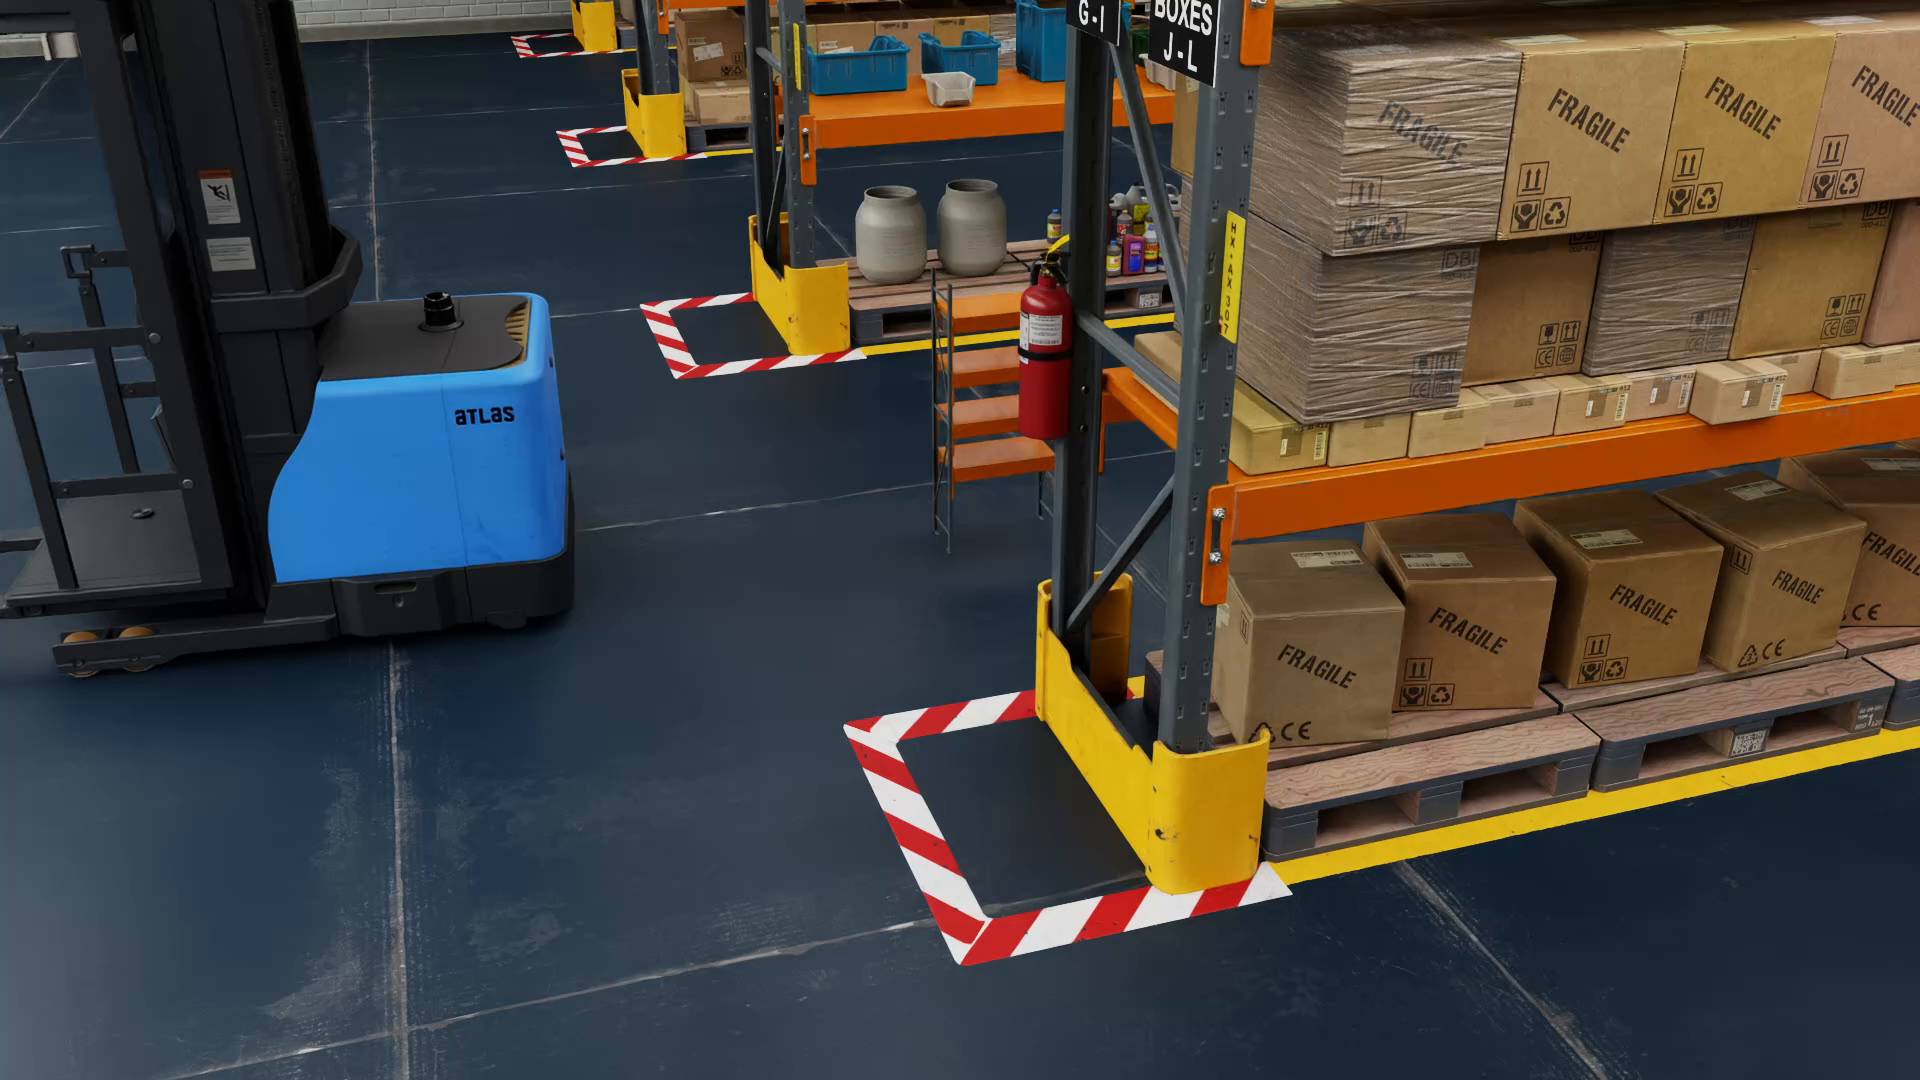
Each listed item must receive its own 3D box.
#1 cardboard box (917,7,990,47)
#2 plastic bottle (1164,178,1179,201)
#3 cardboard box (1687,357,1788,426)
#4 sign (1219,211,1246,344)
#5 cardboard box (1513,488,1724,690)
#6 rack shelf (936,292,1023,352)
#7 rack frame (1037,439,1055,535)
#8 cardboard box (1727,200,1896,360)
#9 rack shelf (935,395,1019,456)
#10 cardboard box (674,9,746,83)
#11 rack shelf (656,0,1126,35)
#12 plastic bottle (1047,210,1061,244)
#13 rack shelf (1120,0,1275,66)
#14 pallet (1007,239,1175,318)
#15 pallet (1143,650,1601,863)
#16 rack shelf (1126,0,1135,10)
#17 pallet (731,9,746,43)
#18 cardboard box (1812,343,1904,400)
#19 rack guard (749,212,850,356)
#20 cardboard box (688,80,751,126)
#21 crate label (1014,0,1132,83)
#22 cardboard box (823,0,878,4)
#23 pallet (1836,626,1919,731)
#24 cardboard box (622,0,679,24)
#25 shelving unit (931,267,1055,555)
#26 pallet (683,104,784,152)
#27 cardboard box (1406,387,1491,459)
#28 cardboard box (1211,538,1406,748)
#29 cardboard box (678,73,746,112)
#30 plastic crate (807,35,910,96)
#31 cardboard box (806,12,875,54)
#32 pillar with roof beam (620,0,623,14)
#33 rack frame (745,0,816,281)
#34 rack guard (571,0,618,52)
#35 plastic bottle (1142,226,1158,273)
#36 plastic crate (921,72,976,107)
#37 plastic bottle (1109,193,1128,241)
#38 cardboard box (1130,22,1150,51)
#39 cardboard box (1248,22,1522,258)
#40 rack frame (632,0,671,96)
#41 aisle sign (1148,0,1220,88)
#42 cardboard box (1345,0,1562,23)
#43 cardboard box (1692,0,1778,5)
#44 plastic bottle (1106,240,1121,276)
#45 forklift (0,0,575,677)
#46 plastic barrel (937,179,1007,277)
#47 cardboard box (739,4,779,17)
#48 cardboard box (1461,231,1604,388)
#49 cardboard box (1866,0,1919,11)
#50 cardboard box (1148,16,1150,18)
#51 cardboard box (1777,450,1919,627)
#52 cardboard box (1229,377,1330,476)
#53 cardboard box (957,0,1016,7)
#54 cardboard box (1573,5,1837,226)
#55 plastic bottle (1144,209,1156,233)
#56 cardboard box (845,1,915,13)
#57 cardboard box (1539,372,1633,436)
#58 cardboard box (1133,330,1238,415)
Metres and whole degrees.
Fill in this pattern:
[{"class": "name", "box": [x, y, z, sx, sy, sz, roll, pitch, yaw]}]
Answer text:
[{"class": "cardboard box", "box": [-0.061, -4.256, 14.226, 0.500, 0.500, 0.500, -8, 28, -16]}, {"class": "plastic bottle", "box": [1.316, -2.150, 10.691, 0.185, 0.351, 0.144, -8, 28, -17]}, {"class": "cardboard box", "box": [2.327, -0.506, 5.178, 0.250, 0.149, 0.380, -8, 28, -16]}, {"class": "sign", "box": [0.694, -0.673, 4.258, 0.005, 0.325, 0.100, -8, 28, -16]}, {"class": "cardboard box", "box": [2.284, 0.163, 5.886, 0.500, 0.500, 0.500, -6, 27, -11]}, {"class": "rack shelf", "box": [0.157, -0.912, 6.854, 0.480, 0.148, 0.258, -8, 28, -16]}, {"class": "rack frame", "box": [0.389, -0.594, 7.097, 0.015, 1.200, 0.240, -8, 28, -16]}, {"class": "cardboard box", "box": [2.464, -0.990, 5.425, 0.500, 0.500, 0.875, -8, 28, -16]}, {"class": "rack shelf", "box": [0.157, -0.500, 7.059, 0.480, 0.148, 0.258, -8, 28, -16]}, {"class": "cardboard box", "box": [-2.120, -4.195, 14.104, 0.500, 0.500, 0.500, -8, 28, -16]}, {"class": "rack shelf", "box": [-0.636, -4.656, 14.065, 4.000, 0.370, 1.077, -8, 28, -16]}, {"class": "plastic bottle", "box": [0.603, -1.990, 10.538, 0.097, 0.201, 0.097, 0, 26, 0]}, {"class": "rack shelf", "box": [2.428, -1.811, 4.960, 4.000, 0.370, 1.077, -8, 28, -16]}, {"class": "pallet", "box": [0.982, -1.666, 10.368, 1.213, 0.211, 1.003, -8, 28, -16]}, {"class": "pallet", "box": [1.382, 0.627, 5.749, 1.213, 0.211, 1.003, -8, 28, -16]}, {"class": "rack shelf", "box": [3.167, -5.207, 15.175, 4.000, 0.370, 1.077, -8, 28, -16]}, {"class": "pallet", "box": [-2.062, -5.822, 18.740, 1.213, 0.211, 1.003, -8, 28, -16]}, {"class": "cardboard box", "box": [2.785, -0.598, 5.364, 0.250, 0.149, 0.380, -8, 28, -16]}, {"class": "rack guard", "box": [-0.950, -1.519, 9.748, 0.348, 0.500, 1.175, -8, 28, -16]}, {"class": "cardboard box", "box": [-1.959, -3.640, 13.828, 0.500, 0.250, 0.500, -8, 28, -16]}, {"class": "crate label", "box": [0.659, -2.992, 9.864, 0.616, 0.435, 0.502, -8, 28, -16]}, {"class": "cardboard box", "box": [-1.247, -6.266, 18.814, 0.500, 0.500, 0.500, -10, 28, -20]}, {"class": "pallet", "box": [3.702, 0.291, 6.426, 1.213, 0.211, 1.003, -8, 28, -16]}, {"class": "cardboard box", "box": [-3.390, -5.847, 18.184, 0.500, 0.311, 0.500, -12, 29, -22]}, {"class": "shelving unit", "box": [0.157, -0.560, 7.029, 0.503, 1.200, 0.258, -8, 28, -16]}, {"class": "pallet", "box": [-1.824, -3.577, 14.218, 1.213, 0.211, 1.003, -8, 28, -16]}, {"class": "cardboard box", "box": [1.357, -0.395, 4.954, 0.250, 0.149, 0.380, -8, 28, -16]}, {"class": "cardboard box", "box": [1.125, 0.338, 5.534, 0.500, 0.500, 0.500, -3, 27, -7]}, {"class": "cardboard box", "box": [-2.119, -3.858, 14.269, 0.500, 0.250, 0.500, -8, 28, -16]}, {"class": "plastic crate", "box": [-0.624, -2.737, 9.557, 0.616, 0.251, 0.499, -8, 28, -16]}, {"class": "cardboard box", "box": [-1.013, -4.119, 13.951, 0.500, 0.500, 0.500, -8, 28, -16]}, {"class": "pillar with roof beam", "box": [-2.345, -8.126, 13.499, 0.400, 9.000, 9.100, -8, 28, -16]}, {"class": "rack frame", "box": [-1.008, -2.608, 9.131, 0.127, 3.000, 1.000, -8, 28, -16]}, {"class": "rack guard", "box": [-4.003, -5.688, 18.145, 0.348, 0.500, 1.175, -8, 28, -16]}, {"class": "plastic bottle", "box": [1.139, -1.748, 9.972, 0.097, 0.271, 0.097, 0, 26, 0]}, {"class": "plastic crate", "box": [-0.057, -2.477, 9.164, 0.250, 0.136, 0.298, -8, 28, -16]}, {"class": "plastic bottle", "box": [0.983, -2.066, 10.606, 0.135, 0.276, 0.152, -9, 28, -18]}, {"class": "cardboard box", "box": [1.736, -4.413, 14.756, 0.500, 0.311, 0.500, -8, 28, -16]}, {"class": "cardboard box", "box": [1.134, -1.101, 4.522, 0.500, 0.500, 0.500, -8, 28, -16]}, {"class": "rack frame", "box": [-2.538, -4.703, 13.350, 0.127, 3.000, 1.000, -8, 28, -16]}, {"class": "aisle sign", "box": [0.560, -1.543, 4.062, 0.004, 0.787, 0.394, -8, 28, -16]}, {"class": "cardboard box", "box": [1.446, -1.392, 5.108, 0.500, 0.500, 0.500, -8, 28, -16]}, {"class": "cardboard box", "box": [2.401, -1.525, 5.377, 0.500, 0.500, 0.500, -8, 28, -16]}, {"class": "plastic bottle", "box": [0.911, -1.684, 9.921, 0.097, 0.201, 0.097, 0, 26, 0]}, {"class": "forklift", "box": [-3.102, -1.056, 6.081, 3.031, 2.935, 1.130, -5, 27, -10]}, {"class": "plastic barrel", "box": [0.071, -1.874, 9.977, 0.421, 0.512, 0.421, 0, 26, 0]}, {"class": "cardboard box", "box": [-2.135, -6.090, 18.461, 0.500, 0.500, 0.700, -10, 28, -19]}, {"class": "cardboard box", "box": [1.496, -0.876, 5.194, 0.500, 0.500, 0.875, -8, 28, -16]}, {"class": "cardboard box", "box": [3.036, -1.375, 5.074, 0.500, 0.500, 0.500, -8, 28, -16]}, {"class": "cardboard box", "box": [2.055, -4.713, 15.359, 0.500, 0.311, 0.500, -7, 27, -15]}, {"class": "cardboard box", "box": [3.395, -0.013, 6.242, 0.500, 0.500, 0.500, 0, 26, 0]}, {"class": "cardboard box", "box": [0.871, -0.340, 4.844, 0.250, 0.149, 0.380, -8, 28, -16]}, {"class": "cardboard box", "box": [0.255, -4.543, 14.804, 0.500, 0.500, 0.500, -8, 28, -16]}, {"class": "cardboard box", "box": [2.086, -1.236, 4.795, 0.500, 0.500, 0.500, -8, 28, -16]}, {"class": "plastic bottle", "box": [1.218, -2.012, 10.582, 0.097, 0.201, 0.097, 0, 26, 0]}, {"class": "cardboard box", "box": [-0.698, -4.407, 14.531, 0.500, 0.500, 0.500, -8, 28, -16]}, {"class": "cardboard box", "box": [1.828, -0.469, 5.104, 0.250, 0.149, 0.380, -8, 28, -16]}, {"class": "cardboard box", "box": [0.733, -0.528, 5.223, 0.250, 0.149, 0.380, -8, 28, -16]}]
